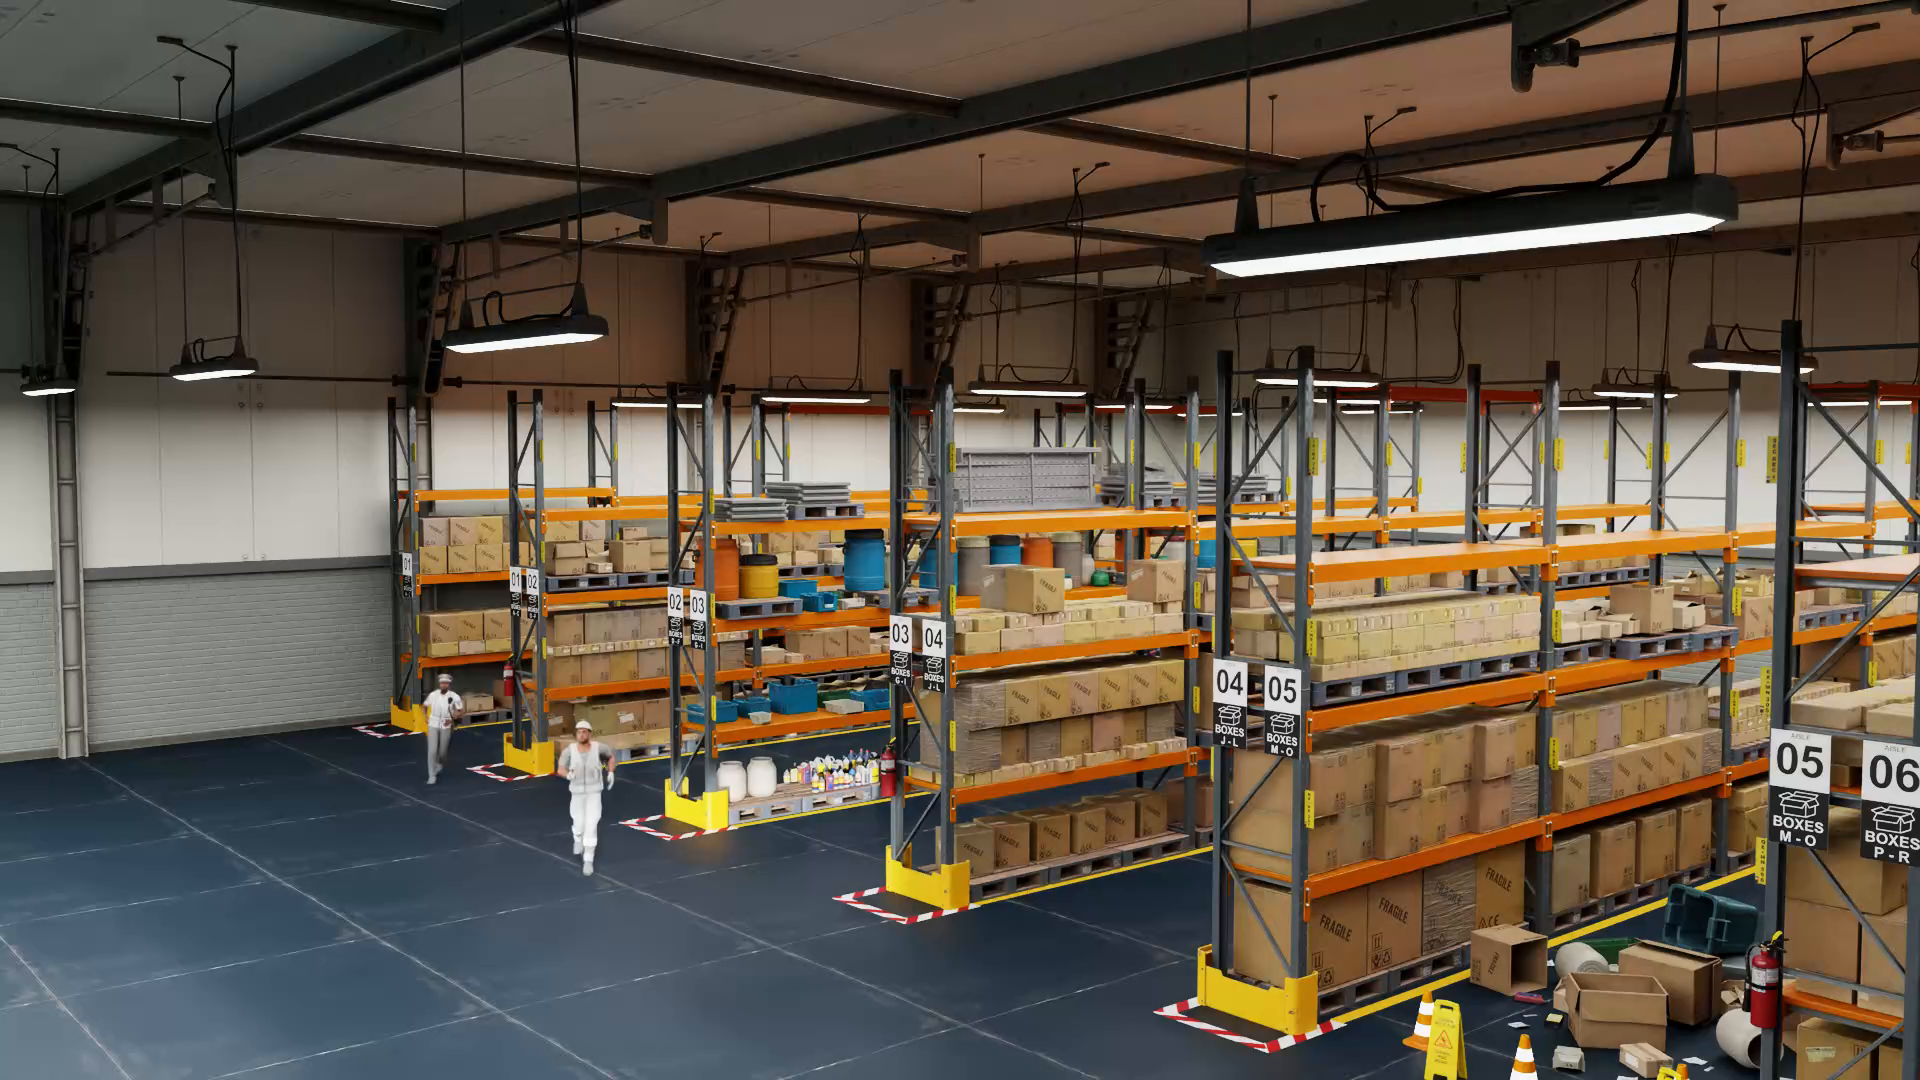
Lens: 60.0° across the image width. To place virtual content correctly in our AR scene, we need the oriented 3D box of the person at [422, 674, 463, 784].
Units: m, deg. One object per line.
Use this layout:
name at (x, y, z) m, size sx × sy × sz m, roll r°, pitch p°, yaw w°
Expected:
person at (-7.937, 2.868, 25.510) m, size 0.618 × 1.668 × 0.687 m, roll 0°, pitch 3°, yaw -8°

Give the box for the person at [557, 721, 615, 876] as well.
person at (-4.549, 3.081, 20.259) m, size 0.672 × 1.798 × 1.003 m, roll 0°, pitch 3°, yaw -7°
